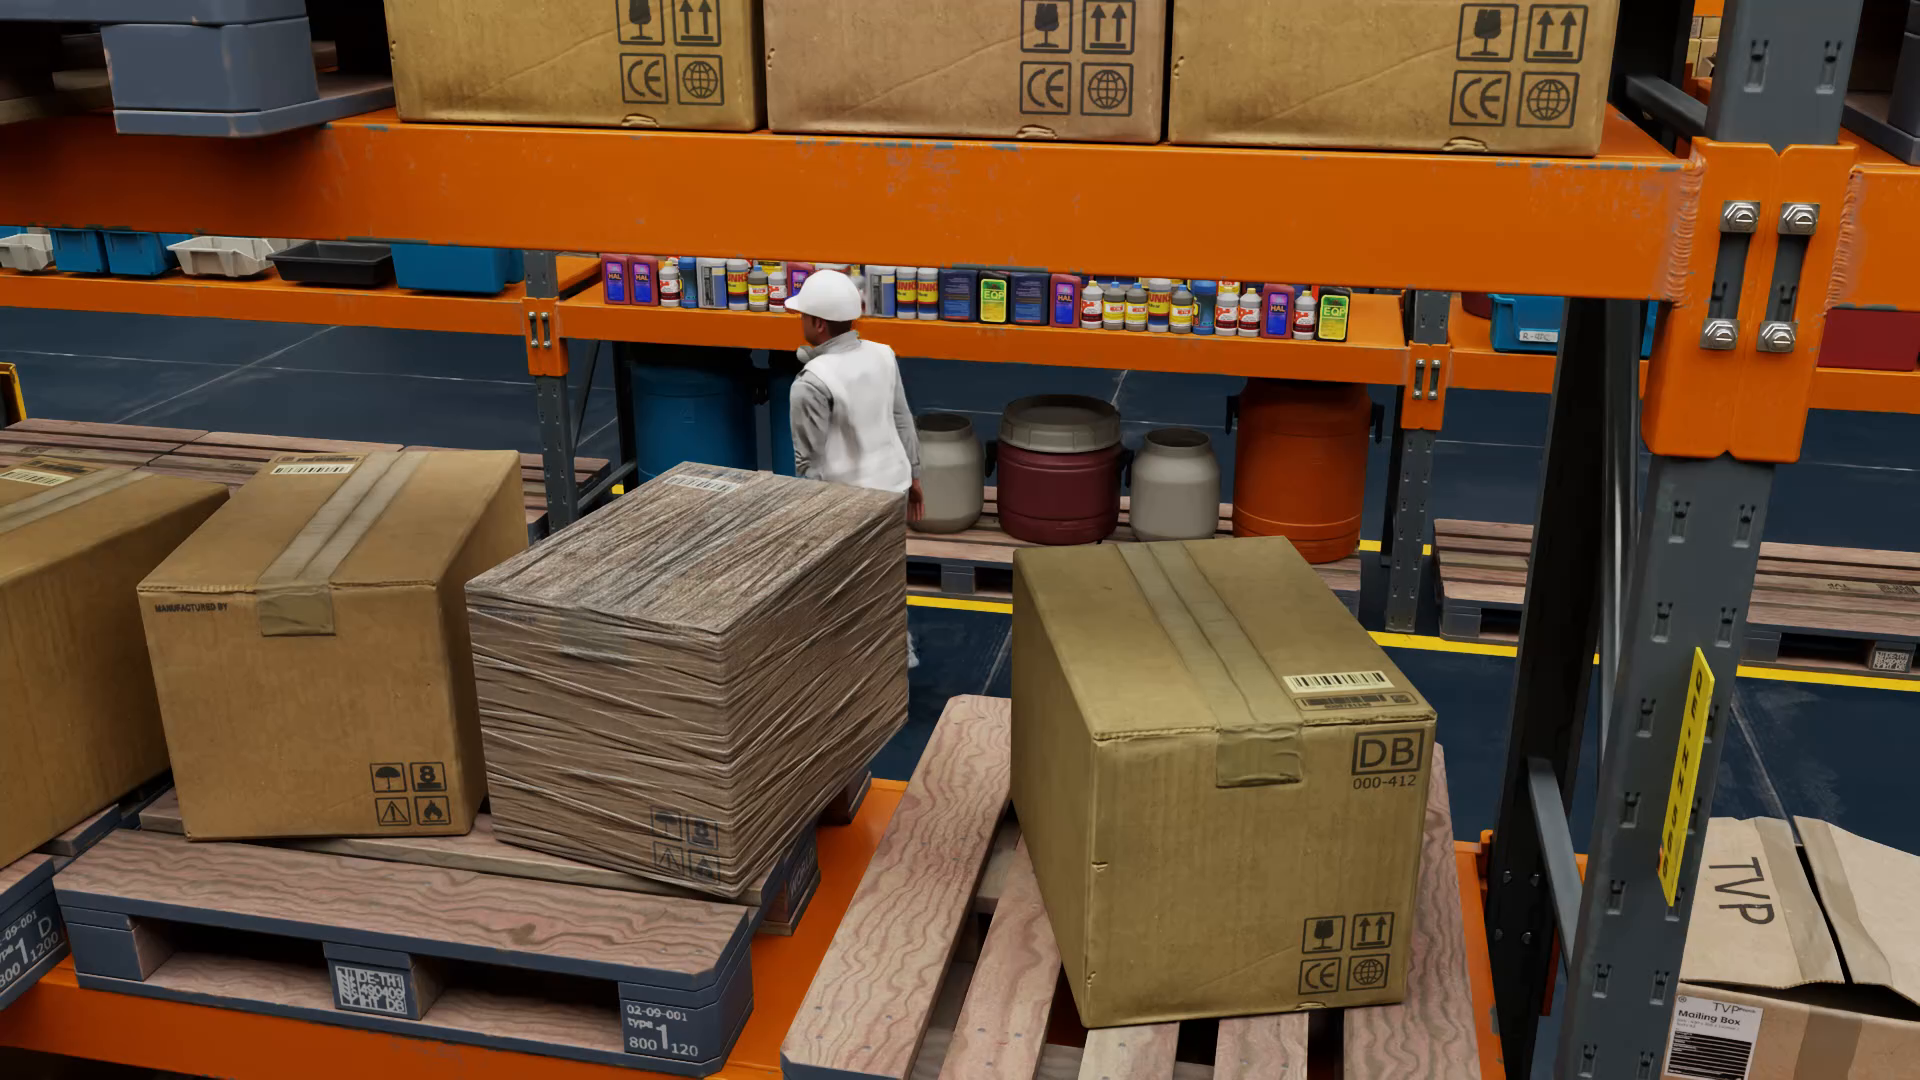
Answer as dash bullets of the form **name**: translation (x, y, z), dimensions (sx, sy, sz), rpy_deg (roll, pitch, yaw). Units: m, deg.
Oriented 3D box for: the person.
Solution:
- **person**: translation (-0.410, -0.164, 6.426), dimensions (0.488, 1.759, 0.567), rpy_deg (16, 26, 35)
